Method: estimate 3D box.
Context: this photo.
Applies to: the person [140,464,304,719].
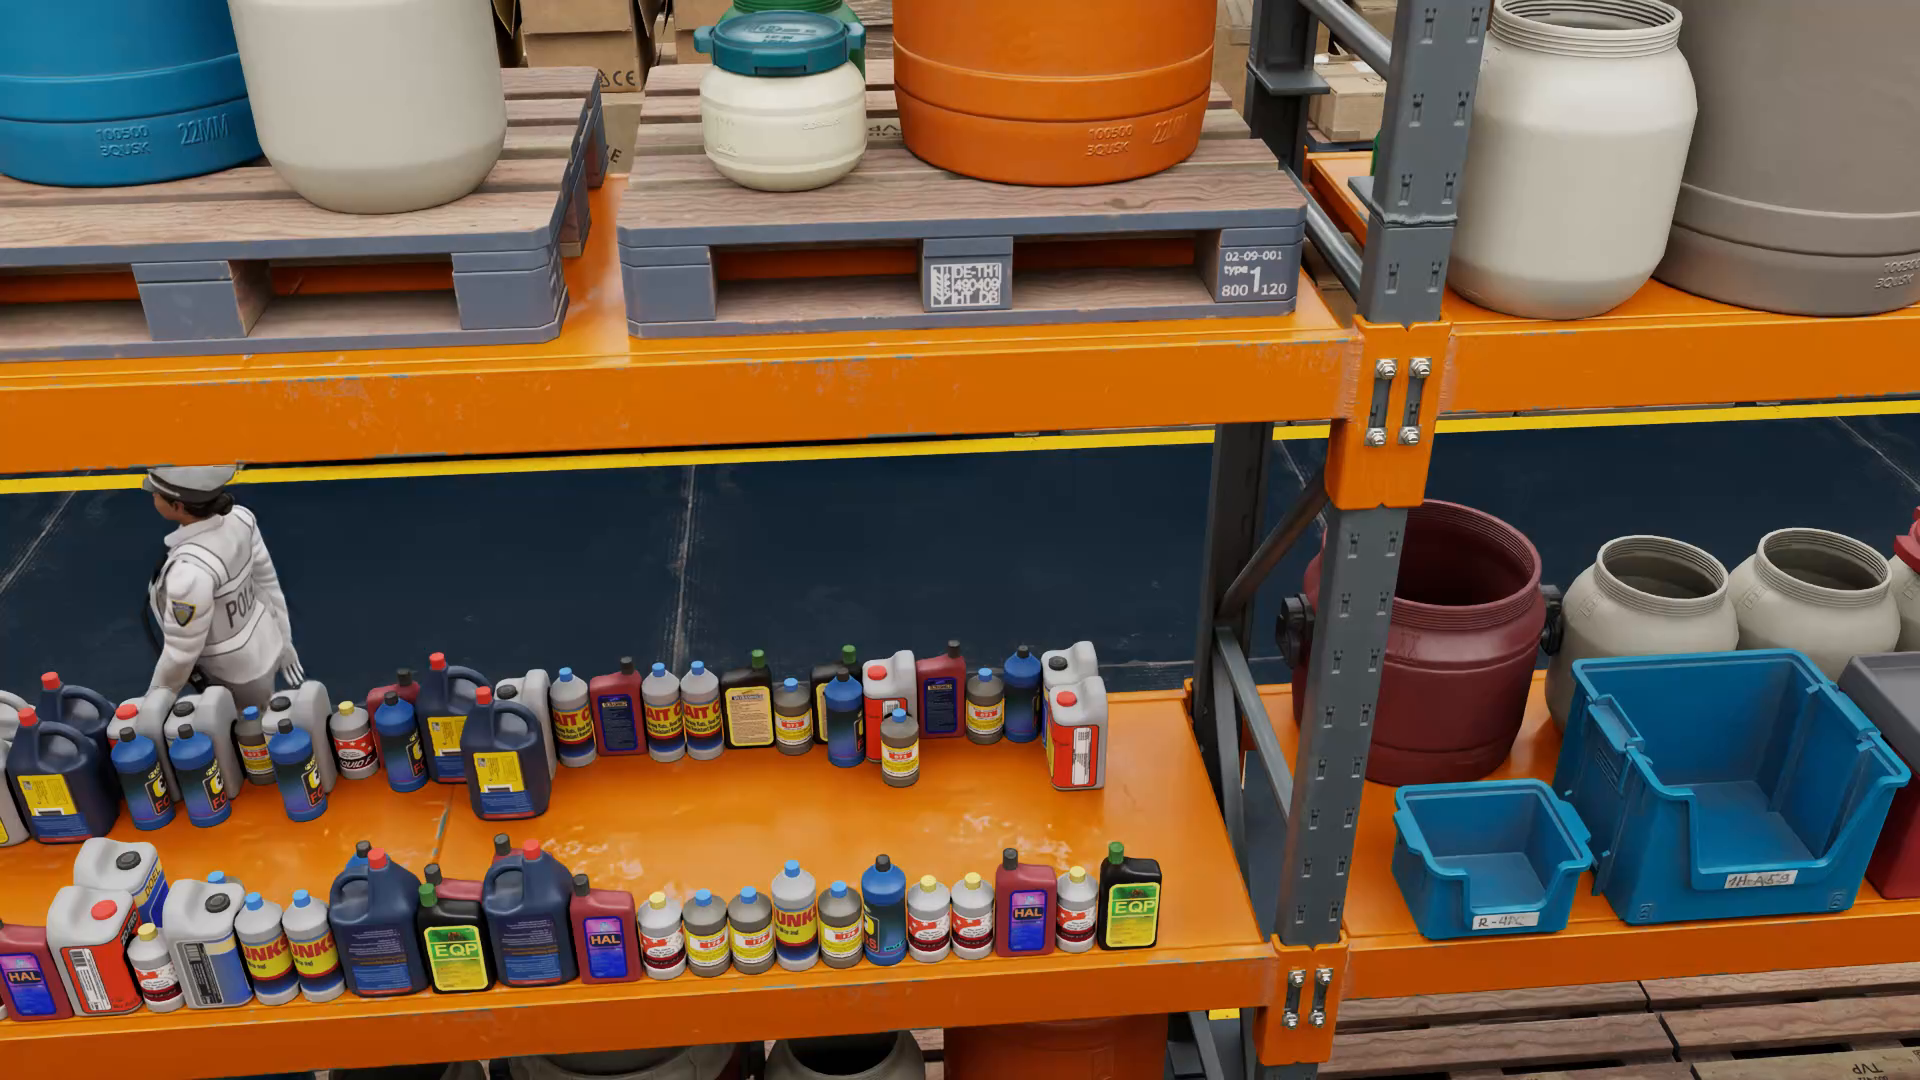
[{"bbox_3d":[-2.451,0.420,5.386,0.967,1.637,0.498,-3,31,-5],"label":"person"}]
